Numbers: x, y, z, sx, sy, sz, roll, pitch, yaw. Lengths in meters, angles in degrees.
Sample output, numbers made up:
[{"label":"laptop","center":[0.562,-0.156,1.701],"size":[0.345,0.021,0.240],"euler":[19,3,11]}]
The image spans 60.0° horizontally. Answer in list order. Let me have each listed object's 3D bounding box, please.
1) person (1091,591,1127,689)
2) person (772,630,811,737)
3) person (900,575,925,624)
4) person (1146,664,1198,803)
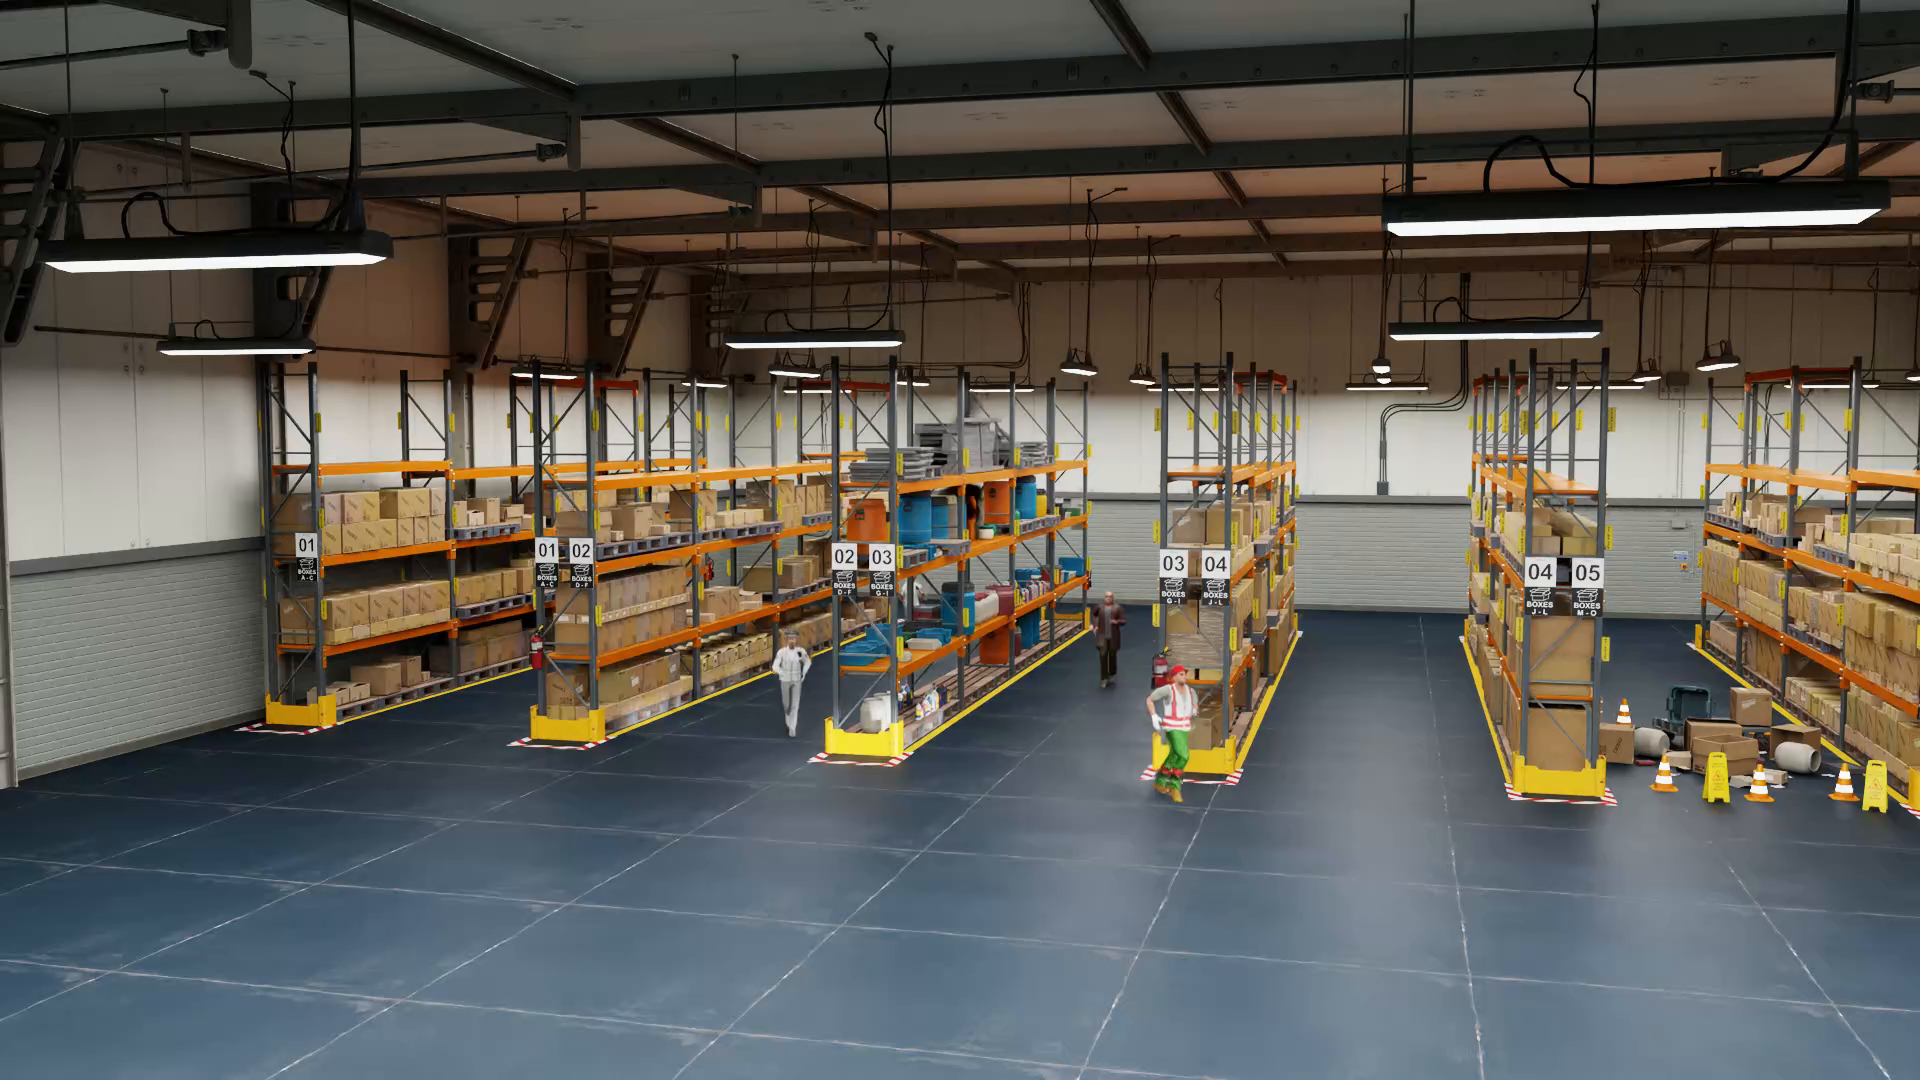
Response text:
[{"label":"person","center":[2.835,1.877,31.711],"size":[0.694,1.822,0.877],"euler":[1,4,9]},{"label":"person","center":[-2.697,2.269,26.703],"size":[0.625,1.669,0.848],"euler":[0,4,-6]},{"label":"person","center":[-1.077,1.532,37.616],"size":[0.579,1.682,0.764],"euler":[0,4,3]},{"label":"person","center":[2.876,2.561,22.182],"size":[0.652,1.825,0.692],"euler":[-3,5,-39]}]
